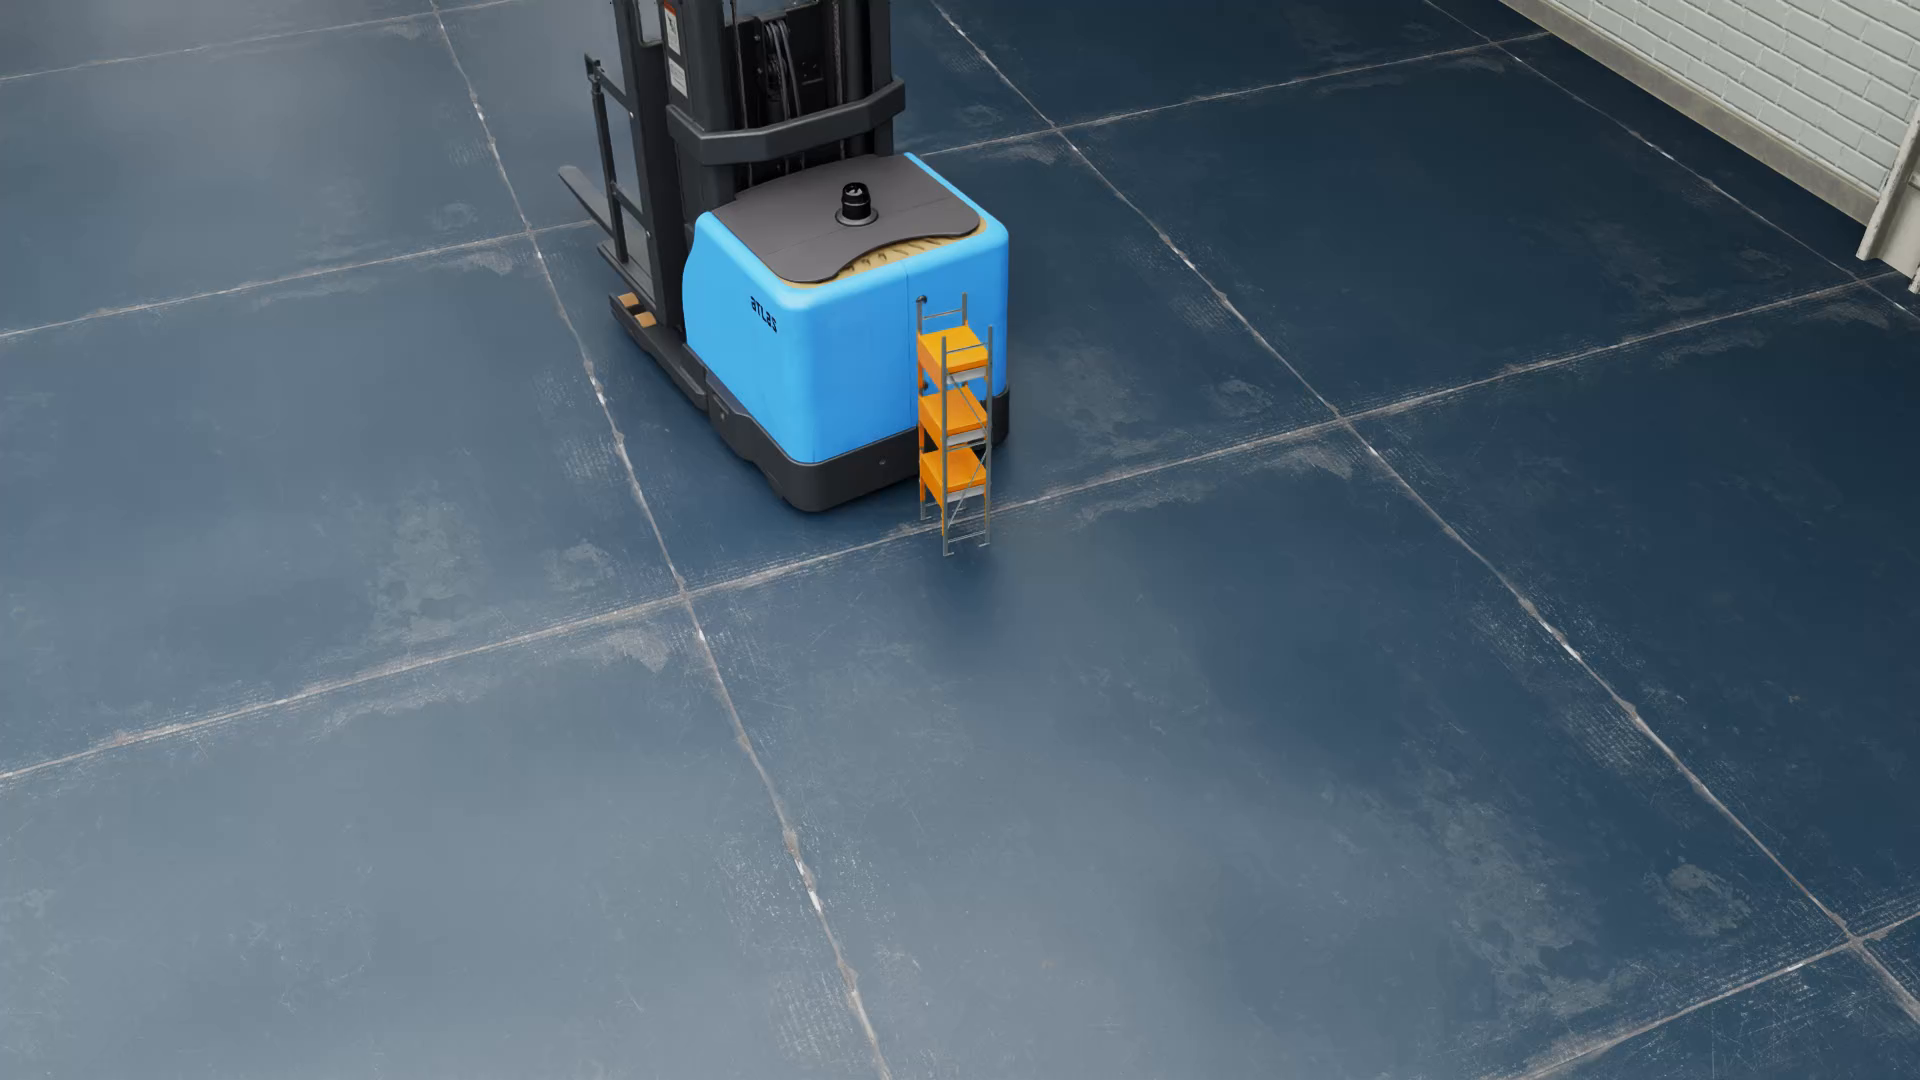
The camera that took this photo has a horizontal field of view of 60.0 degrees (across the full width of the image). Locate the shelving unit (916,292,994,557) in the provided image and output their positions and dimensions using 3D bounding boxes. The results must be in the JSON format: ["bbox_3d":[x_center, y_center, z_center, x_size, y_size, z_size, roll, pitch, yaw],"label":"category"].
[{"bbox_3d":[-0.020,-0.430,6.445,0.215,1.050,0.252,-15,43,-17],"label":"shelving unit"}]

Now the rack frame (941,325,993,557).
[{"bbox_3d":[0.026,-0.357,6.360,0.200,1.050,0.008,-15,43,-17],"label":"rack frame"}]

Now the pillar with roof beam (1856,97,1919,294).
[{"bbox_3d":[0.777,-3.701,4.152,9.100,9.000,0.400,-15,43,-17],"label":"pillar with roof beam"}]

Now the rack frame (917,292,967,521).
[{"bbox_3d":[-0.067,-0.504,6.531,0.200,1.050,0.008,-15,43,-17],"label":"rack frame"}]

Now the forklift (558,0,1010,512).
[{"bbox_3d":[-1.003,-2.161,7.016,1.130,2.935,3.031,-22,46,-24],"label":"forklift"}]

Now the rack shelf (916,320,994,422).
[{"bbox_3d":[-0.020,-0.637,6.267,0.215,0.259,0.240,-15,43,-17],"label":"rack shelf"}]

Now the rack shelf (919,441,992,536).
[{"bbox_3d":[-0.020,-0.212,6.633,0.215,0.259,0.240,-15,43,-17],"label":"rack shelf"}]

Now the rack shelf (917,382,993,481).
[{"bbox_3d":[-0.020,-0.422,6.452,0.215,0.259,0.240,-15,43,-17],"label":"rack shelf"}]
